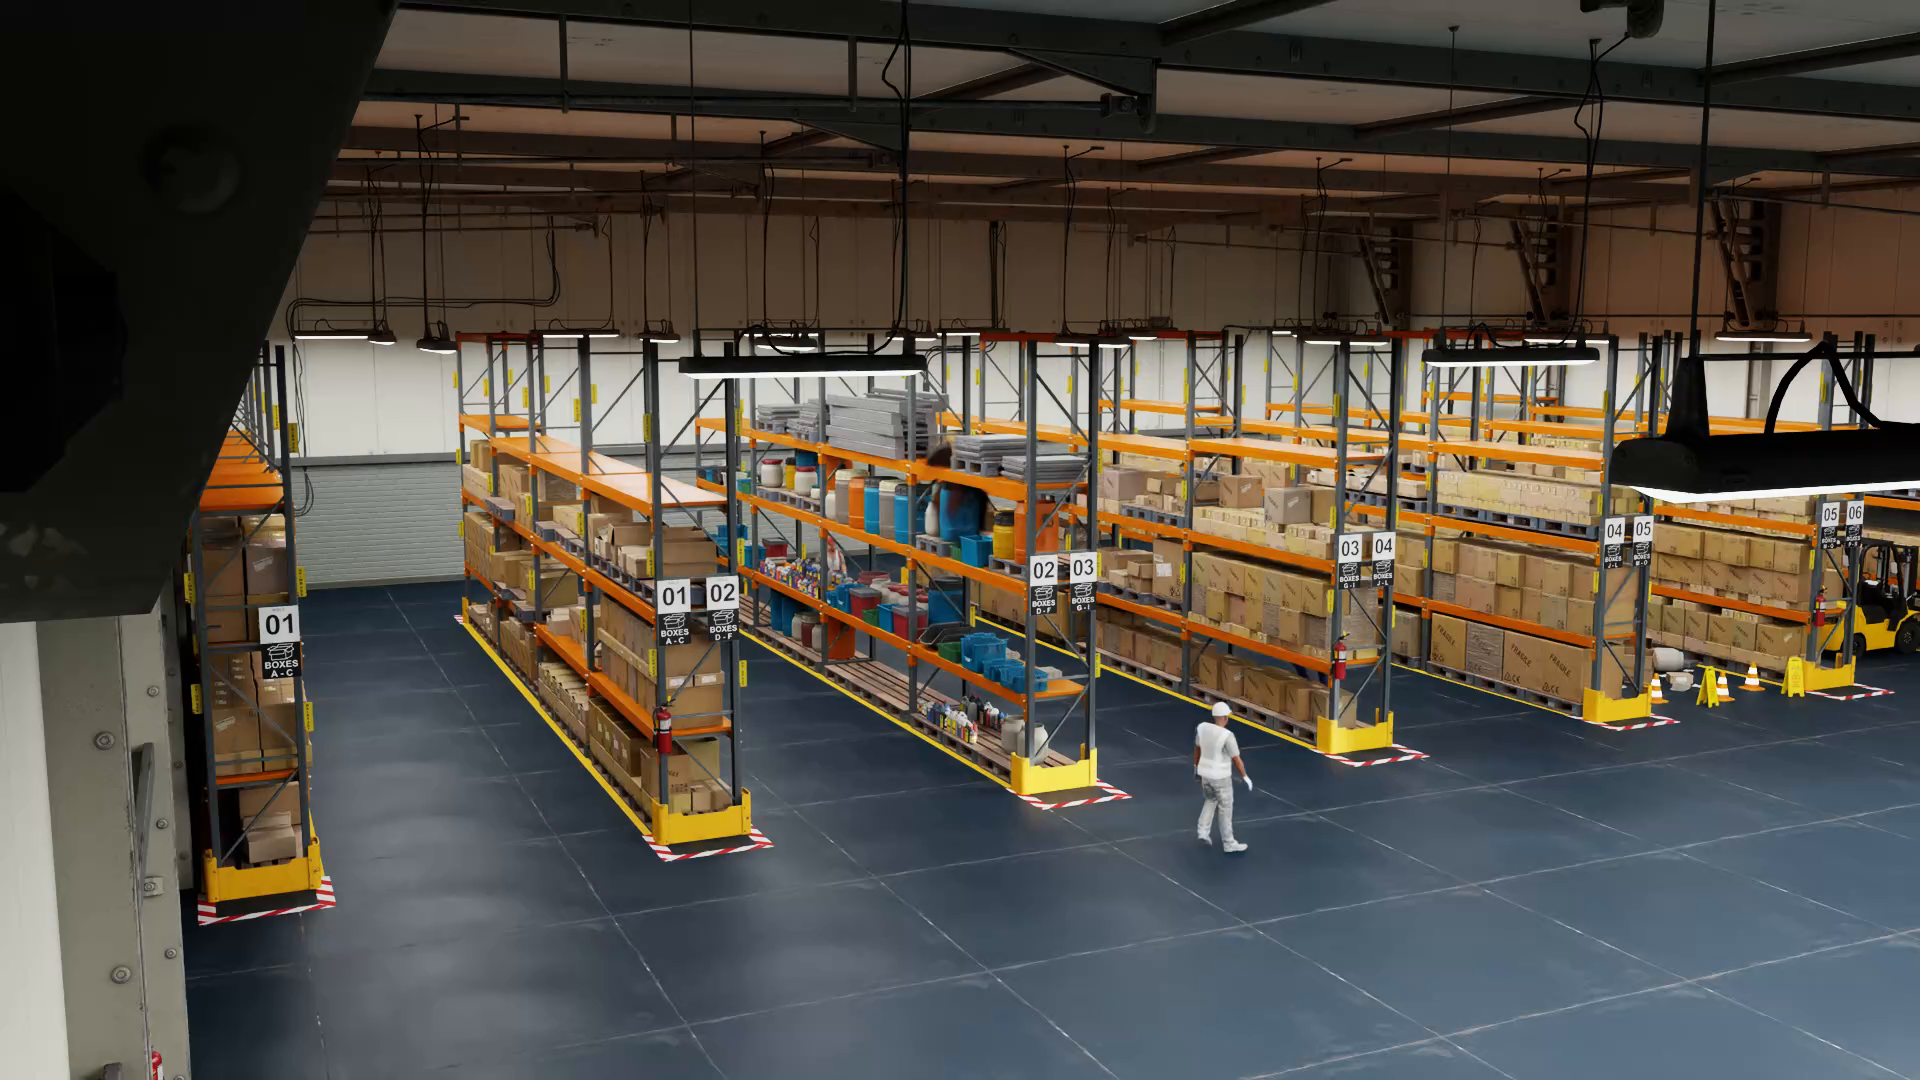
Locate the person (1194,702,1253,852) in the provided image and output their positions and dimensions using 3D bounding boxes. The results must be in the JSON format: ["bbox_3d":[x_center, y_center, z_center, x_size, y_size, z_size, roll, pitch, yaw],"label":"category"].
[{"bbox_3d":[3.085,2.795,19.717,0.508,1.786,0.720,-6,10,-38],"label":"person"}]

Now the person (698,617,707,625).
[{"bbox_3d":[-5.020,1.086,32.475,0.554,1.765,0.443,7,10,42],"label":"person"}]

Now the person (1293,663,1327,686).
[{"bbox_3d":[5.963,1.768,28.011,0.637,1.667,0.349,5,9,35],"label":"person"}]

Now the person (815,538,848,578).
[{"bbox_3d":[-2.678,0.843,34.593,0.624,1.813,0.877,-4,9,-27],"label":"person"}]
